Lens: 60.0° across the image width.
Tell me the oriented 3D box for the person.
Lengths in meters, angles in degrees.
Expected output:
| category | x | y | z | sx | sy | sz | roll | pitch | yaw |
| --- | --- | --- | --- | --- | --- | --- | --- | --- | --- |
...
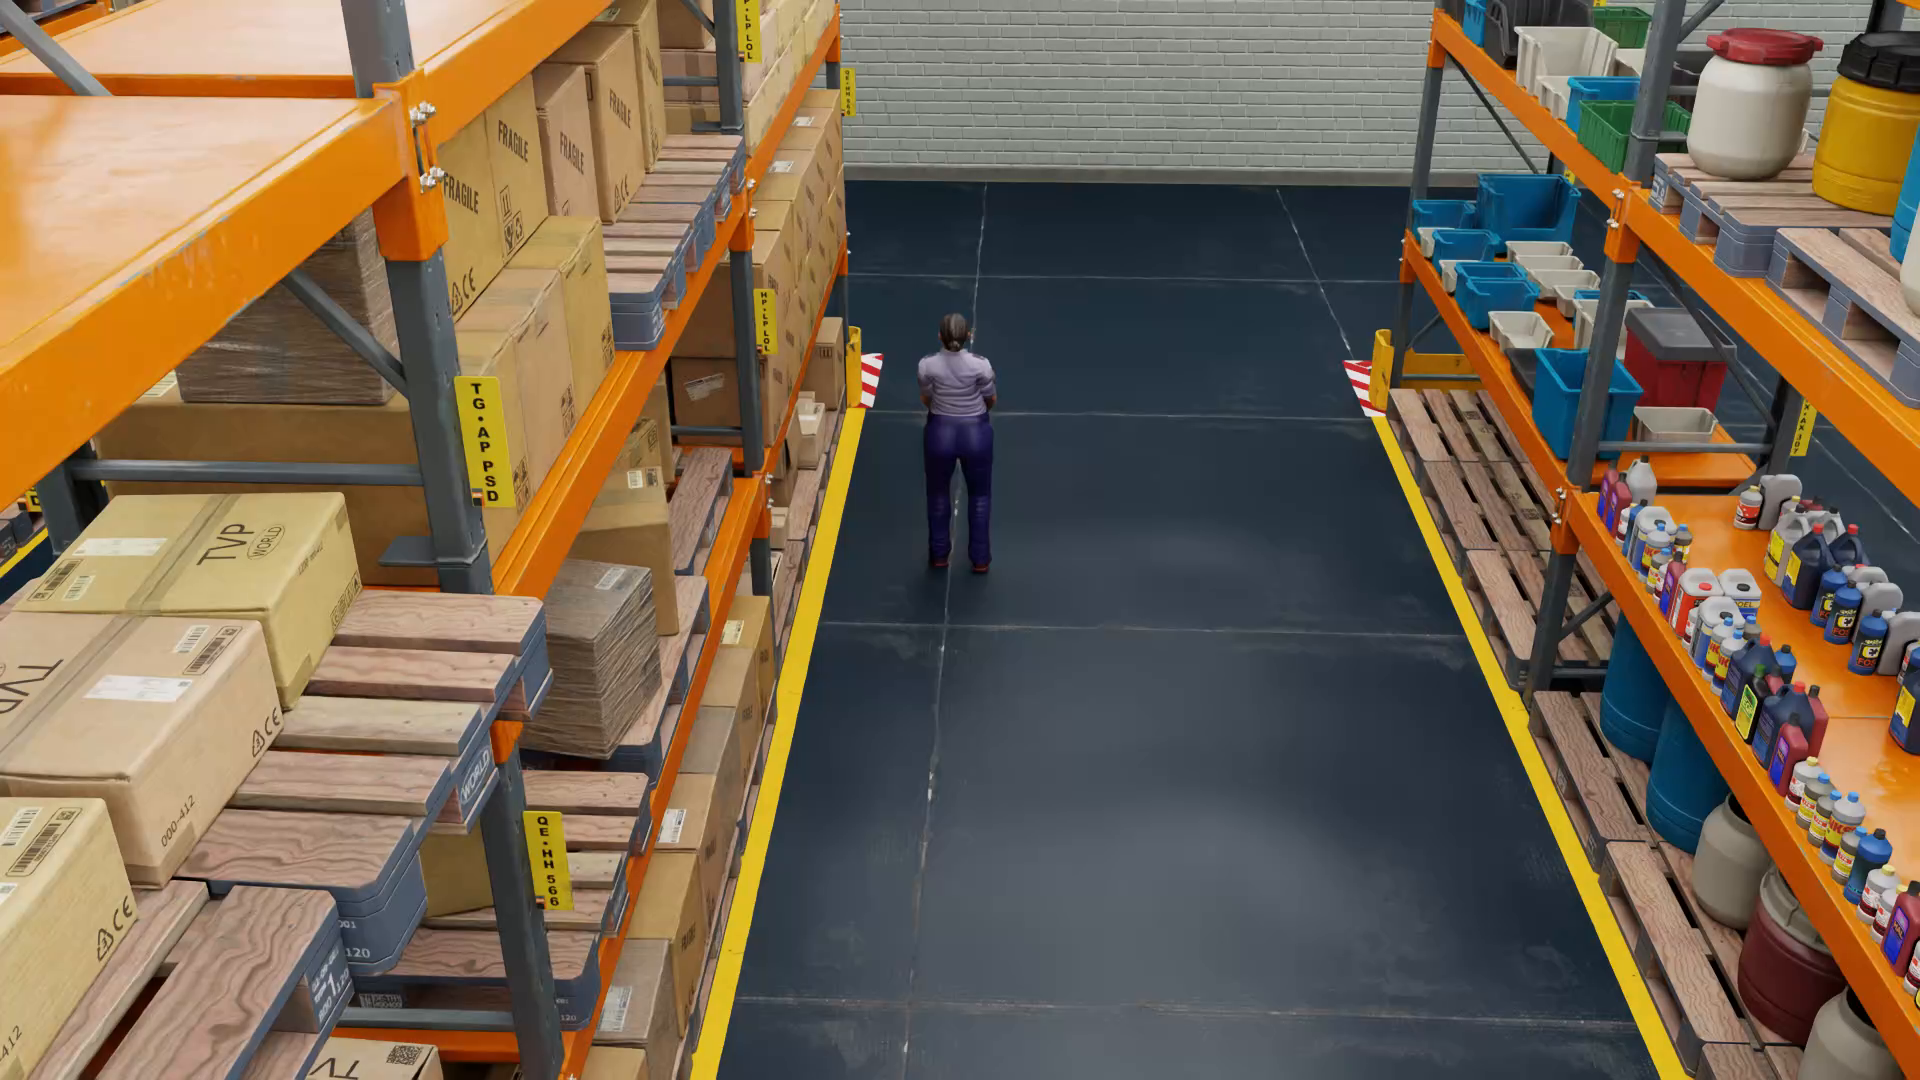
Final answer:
| category | x | y | z | sx | sy | sz | roll | pitch | yaw |
| --- | --- | --- | --- | --- | --- | --- | --- | --- | --- |
| person | -0.012 | -0.605 | 9.788 | 0.453 | 1.634 | 0.514 | 2 | 28 | 3 |
